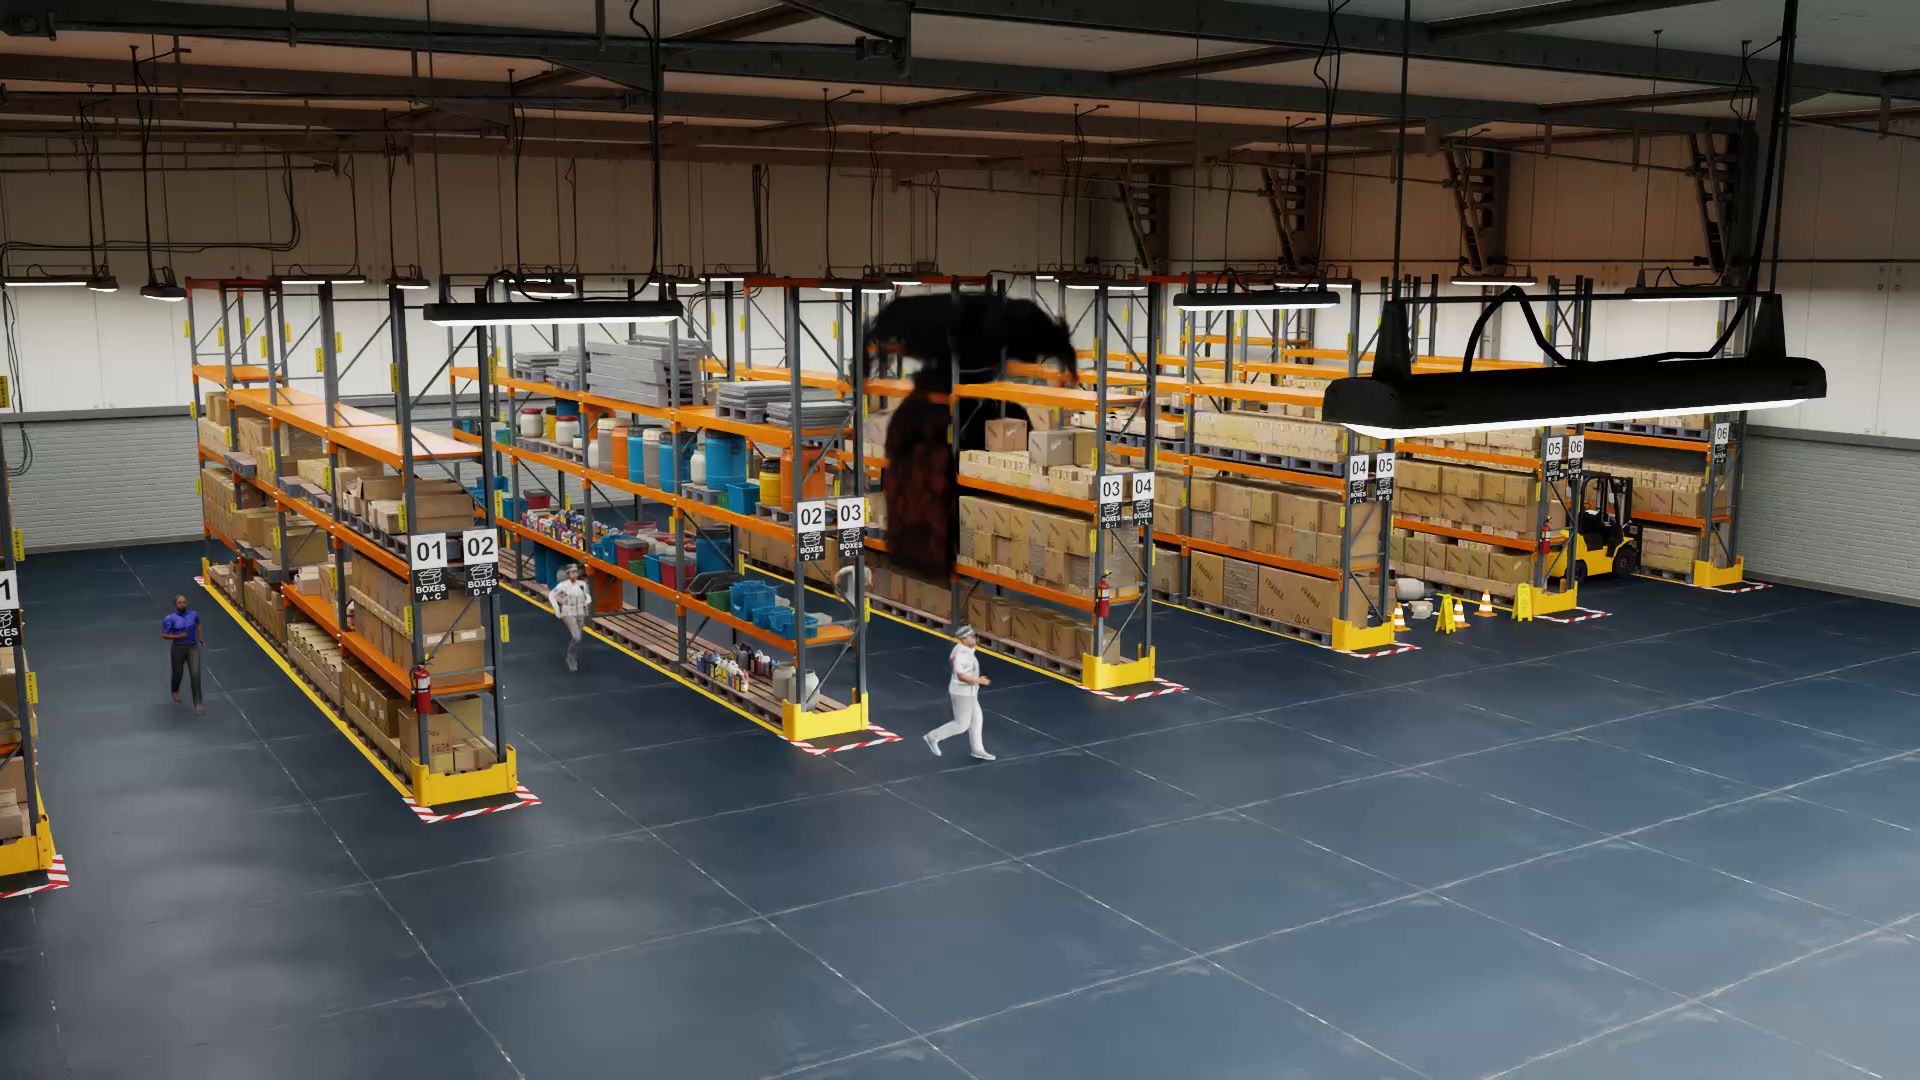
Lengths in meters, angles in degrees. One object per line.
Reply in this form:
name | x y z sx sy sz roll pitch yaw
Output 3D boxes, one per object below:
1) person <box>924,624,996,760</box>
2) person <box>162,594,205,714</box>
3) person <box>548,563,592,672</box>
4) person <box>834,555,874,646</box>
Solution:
person | 0.001 1.945 21.191 0.918 1.793 0.672 0 10 1
person | -10.967 1.629 23.538 0.575 1.542 0.938 -7 12 -38
person | -5.992 1.195 25.820 0.583 1.703 0.678 -9 13 -43
person | -1.711 0.991 27.109 0.589 1.660 0.804 -9 13 -43
